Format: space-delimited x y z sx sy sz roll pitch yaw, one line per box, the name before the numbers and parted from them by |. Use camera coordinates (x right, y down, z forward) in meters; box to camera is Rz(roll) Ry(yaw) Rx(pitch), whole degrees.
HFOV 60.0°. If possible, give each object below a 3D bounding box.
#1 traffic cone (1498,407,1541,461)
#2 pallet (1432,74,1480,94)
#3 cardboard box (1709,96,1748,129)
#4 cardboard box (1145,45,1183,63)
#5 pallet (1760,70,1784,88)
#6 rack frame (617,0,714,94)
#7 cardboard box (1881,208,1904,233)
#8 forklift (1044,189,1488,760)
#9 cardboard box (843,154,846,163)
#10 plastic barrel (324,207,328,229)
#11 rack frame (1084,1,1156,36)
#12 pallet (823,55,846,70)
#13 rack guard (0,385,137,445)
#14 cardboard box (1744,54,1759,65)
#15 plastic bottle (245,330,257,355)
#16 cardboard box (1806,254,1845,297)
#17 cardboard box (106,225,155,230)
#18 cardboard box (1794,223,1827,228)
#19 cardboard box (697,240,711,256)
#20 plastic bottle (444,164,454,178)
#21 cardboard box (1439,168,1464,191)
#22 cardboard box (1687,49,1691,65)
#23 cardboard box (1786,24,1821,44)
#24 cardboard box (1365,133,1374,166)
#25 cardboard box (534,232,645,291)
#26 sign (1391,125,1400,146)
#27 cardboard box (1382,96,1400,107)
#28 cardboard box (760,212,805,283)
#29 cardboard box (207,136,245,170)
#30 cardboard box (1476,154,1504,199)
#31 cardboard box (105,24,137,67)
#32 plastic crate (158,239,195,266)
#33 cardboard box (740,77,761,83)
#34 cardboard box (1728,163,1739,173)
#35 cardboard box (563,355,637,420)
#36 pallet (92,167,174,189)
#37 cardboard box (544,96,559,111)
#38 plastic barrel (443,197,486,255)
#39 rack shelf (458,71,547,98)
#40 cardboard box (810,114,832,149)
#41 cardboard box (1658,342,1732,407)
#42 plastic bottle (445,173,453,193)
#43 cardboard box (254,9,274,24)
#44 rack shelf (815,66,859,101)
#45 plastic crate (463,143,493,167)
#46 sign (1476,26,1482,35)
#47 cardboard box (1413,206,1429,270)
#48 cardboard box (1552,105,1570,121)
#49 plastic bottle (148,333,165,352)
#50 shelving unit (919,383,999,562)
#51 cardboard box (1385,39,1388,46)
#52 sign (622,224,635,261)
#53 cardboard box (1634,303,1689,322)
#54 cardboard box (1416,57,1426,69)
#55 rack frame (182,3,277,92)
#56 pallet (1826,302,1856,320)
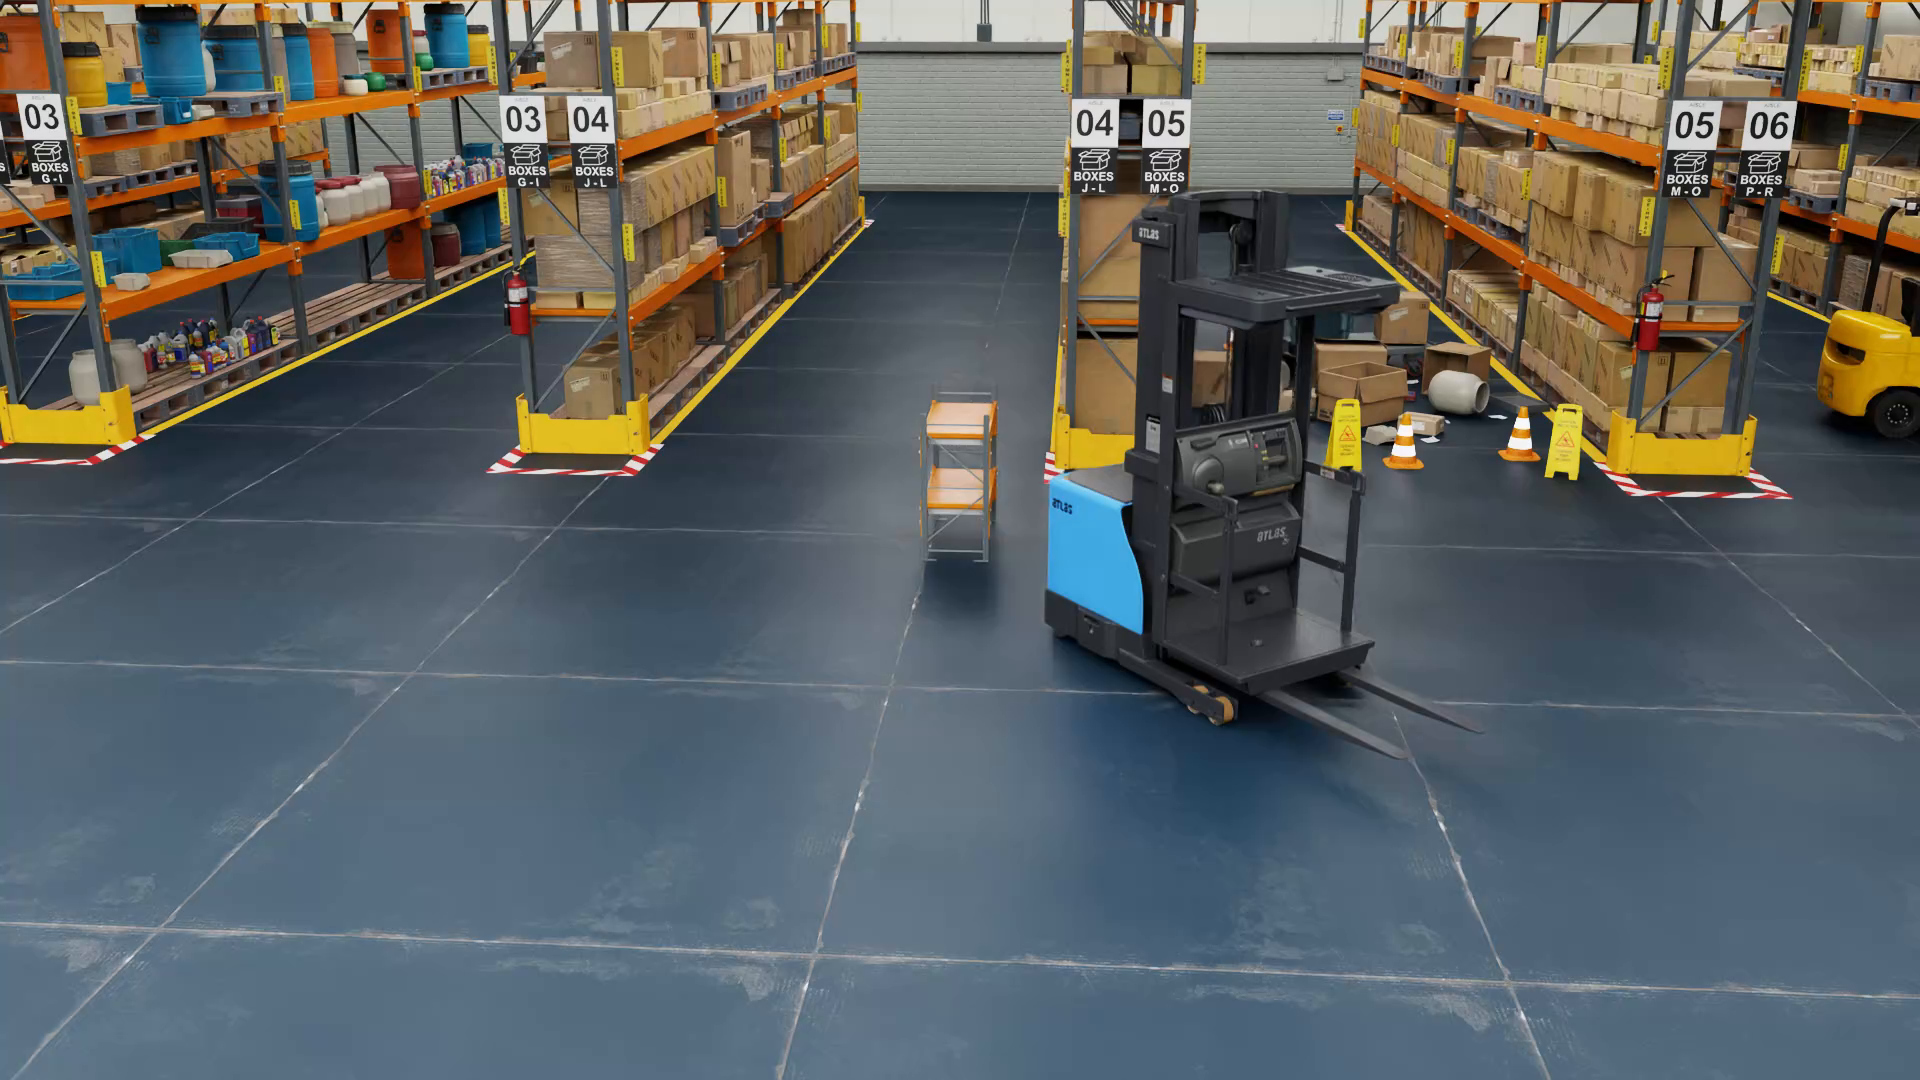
traffic cone | 5.132 -0.986 15.190 0.336 0.463 0.334 1 18 4
pallet | 6.955 -6.051 22.058 1.213 0.211 1.003 2 18 6
cardboard box | 6.690 -3.675 14.268 0.500 0.250 0.500 1 18 3
cardboard box | 1.804 -4.215 14.440 0.380 0.149 0.250 1 18 4
pallet | 12.012 -6.460 23.304 1.213 0.211 1.003 1 18 4
rack frame | -3.209 -6.344 17.831 1.000 3.000 0.127 1 18 4
cardboard box | 11.566 -3.885 20.202 0.500 0.250 0.500 1 18 2
forklift | 1.779 -0.486 9.698 1.130 2.935 3.031 -11 21 -31
cardboard box | -2.156 -6.508 28.370 0.380 0.149 0.250 2 18 5
plastic barrel | -7.902 -3.945 20.369 0.301 0.262 0.301 0 18 0
rack frame | 2.017 -7.444 21.189 1.000 3.000 0.127 1 18 4
pallet | -2.477 -7.993 27.823 1.003 0.211 1.213 1 18 4
rack guard | -8.478 -1.198 15.776 1.175 0.500 0.348 1 18 4
cardboard box | 11.728 -7.036 24.331 0.380 0.149 0.250 1 18 5
plastic bottle | -7.892 -2.204 18.488 0.061 0.283 0.133 3 18 8
cardboard box | 11.729 -3.552 22.287 0.500 0.500 0.500 2 18 6
cardboard box | -12.413 -4.432 24.940 0.500 0.500 0.500 1 18 3
cardboard box | 12.373 -4.524 24.210 0.380 0.149 0.250 2 18 5
cardboard box | -2.959 -3.223 18.345 0.380 0.149 0.250 1 18 4
plastic bottle | -7.556 -5.391 24.639 0.144 0.351 0.185 1 18 4
cardboard box | 6.743 -4.836 22.304 0.500 0.250 0.500 1 18 4
cardboard box | 12.117 -7.936 27.271 0.500 0.250 0.500 1 18 2
cardboard box | 12.260 -7.359 24.171 0.396 0.266 0.258 1 18 4
cardboard box | 7.152 -6.588 28.051 0.500 0.500 0.500 1 18 4
cardboard box | -3.429 -2.610 15.432 0.875 0.500 0.500 1 18 4
sign | 6.695 -6.217 25.562 0.100 0.325 0.005 1 18 4
cardboard box | 7.111 -7.162 27.156 0.380 0.149 0.250 1 18 4
cardboard box | -2.852 -4.139 23.475 1.225 0.875 0.875 0 18 1
cardboard box | -12.208 -6.400 27.476 0.500 0.500 0.500 2 18 5
cardboard box | 6.637 -4.441 20.346 0.500 0.500 0.500 2 18 5
cardboard box | -12.719 -7.351 24.726 0.600 0.600 0.600 1 18 2
plastic crate | -8.529 -3.087 17.869 0.450 0.188 0.662 1 18 4
cardboard box | -2.773 -5.626 20.699 0.500 0.250 0.500 2 18 5
cardboard box | 11.942 -5.749 24.814 0.700 0.500 0.500 2 18 5
cardboard box | -3.435 -1.456 15.889 0.500 0.500 0.500 5 19 14
pallet | -12.668 -5.470 25.109 1.003 0.211 1.213 1 18 4
cardboard box | -3.788 -3.887 14.753 0.380 0.149 0.250 1 18 4
plastic barrel | -7.683 -4.902 25.761 0.600 0.901 0.708 1 18 4
rack shelf | -7.433 -7.793 28.226 1.077 0.370 4.000 1 18 4
cardboard box | -2.347 -6.547 26.645 0.500 0.500 0.500 1 18 4
cardboard box | 6.723 -1.530 15.313 0.500 0.500 0.500 1 18 2
plastic bottle | -7.405 -5.173 24.082 0.061 0.283 0.133 1 18 4
cardboard box | -12.300 -8.919 28.742 0.700 0.500 0.500 1 18 4
rack shelf | -2.493 -7.682 27.889 1.077 0.370 4.000 1 18 4
plastic crate | -7.883 -6.262 27.145 0.392 0.384 0.575 1 18 4
sign | 7.791 -7.568 25.049 0.100 0.325 0.005 1 18 4
cardboard box | 7.227 -4.471 24.489 0.875 0.875 0.875 2 18 6
cardboard box | 6.331 -4.406 17.140 0.380 0.149 0.250 1 18 4
plastic bottle | -8.679 -2.064 17.952 0.144 0.351 0.185 2 18 6
shelving unit | 0.000 -0.537 12.754 0.538 1.125 1.048 1 18 4
cardboard box | 7.593 -8.458 28.507 0.500 0.250 0.500 0 18 -1
sign | -2.955 -2.650 14.803 0.100 0.325 0.005 1 18 4
cardboard box | 6.202 -2.031 14.707 0.380 0.149 0.250 2 18 6
cardboard box | 6.809 -6.885 24.002 0.380 0.166 0.250 0 18 0
rack frame | -8.150 -6.454 18.169 1.000 3.000 0.127 1 18 4
pallet | 11.815 -2.824 21.204 1.003 0.211 1.213 1 18 4
